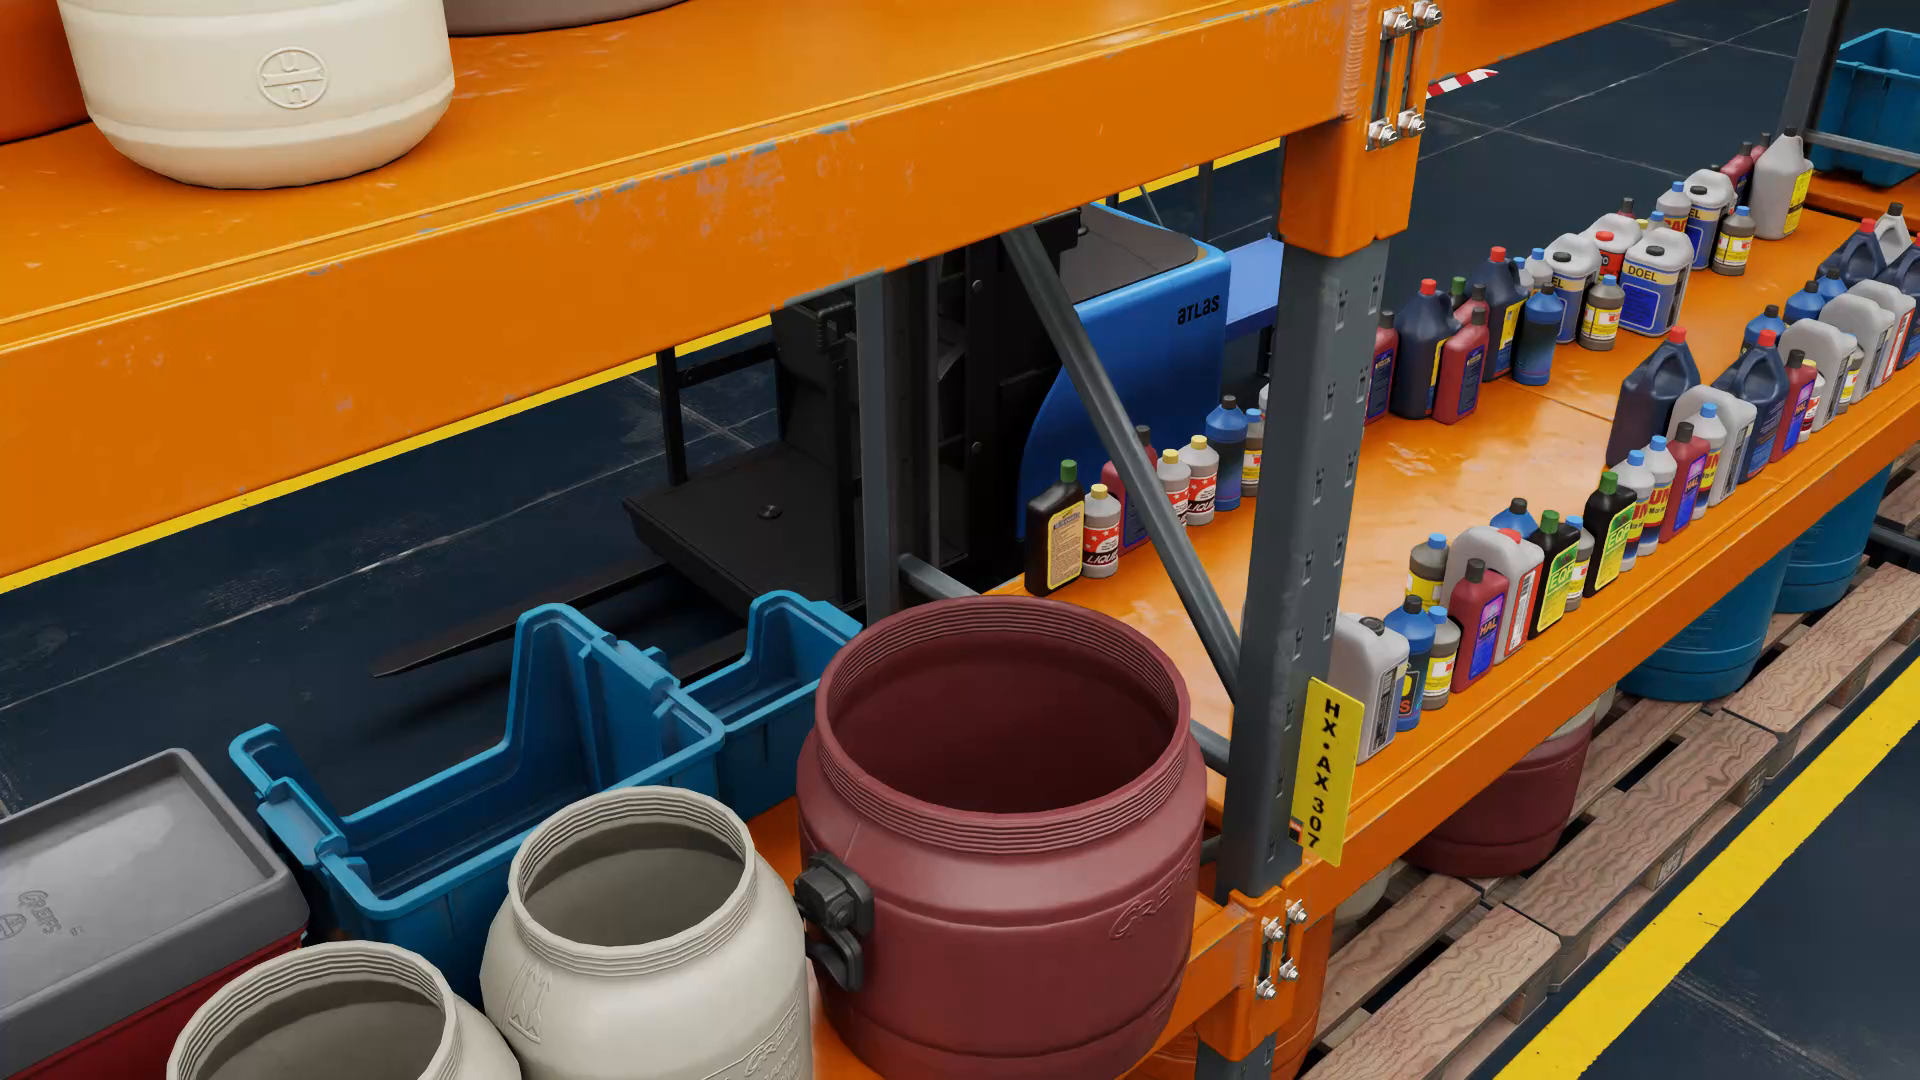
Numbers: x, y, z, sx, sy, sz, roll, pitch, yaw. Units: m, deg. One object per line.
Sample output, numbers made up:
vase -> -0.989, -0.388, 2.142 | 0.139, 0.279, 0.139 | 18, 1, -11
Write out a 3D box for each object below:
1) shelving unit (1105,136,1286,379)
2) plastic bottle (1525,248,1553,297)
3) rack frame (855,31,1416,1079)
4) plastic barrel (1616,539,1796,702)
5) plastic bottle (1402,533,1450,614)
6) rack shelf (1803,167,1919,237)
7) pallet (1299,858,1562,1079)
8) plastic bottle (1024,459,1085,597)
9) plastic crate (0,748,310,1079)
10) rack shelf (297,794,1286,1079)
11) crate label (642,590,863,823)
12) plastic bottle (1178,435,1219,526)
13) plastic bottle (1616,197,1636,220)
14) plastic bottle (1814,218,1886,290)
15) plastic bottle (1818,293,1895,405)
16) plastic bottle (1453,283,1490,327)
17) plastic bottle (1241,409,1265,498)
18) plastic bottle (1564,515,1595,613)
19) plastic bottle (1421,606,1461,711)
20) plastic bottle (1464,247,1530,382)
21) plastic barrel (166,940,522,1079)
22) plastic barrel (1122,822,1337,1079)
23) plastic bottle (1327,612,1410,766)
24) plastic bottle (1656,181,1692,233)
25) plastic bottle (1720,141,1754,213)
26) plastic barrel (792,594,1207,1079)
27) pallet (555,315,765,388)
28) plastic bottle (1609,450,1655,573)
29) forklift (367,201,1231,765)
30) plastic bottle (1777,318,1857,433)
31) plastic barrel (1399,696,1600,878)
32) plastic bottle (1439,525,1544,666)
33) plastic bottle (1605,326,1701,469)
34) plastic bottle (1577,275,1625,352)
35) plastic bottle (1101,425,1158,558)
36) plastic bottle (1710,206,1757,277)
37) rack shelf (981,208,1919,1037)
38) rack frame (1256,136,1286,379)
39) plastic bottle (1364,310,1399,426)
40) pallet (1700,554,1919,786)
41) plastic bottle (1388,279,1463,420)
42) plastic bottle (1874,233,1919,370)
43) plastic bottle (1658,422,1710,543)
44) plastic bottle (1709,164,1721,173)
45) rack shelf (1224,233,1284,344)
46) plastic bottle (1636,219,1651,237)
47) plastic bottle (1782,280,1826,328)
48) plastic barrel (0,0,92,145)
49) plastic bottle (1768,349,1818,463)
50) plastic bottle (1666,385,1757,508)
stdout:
shelving unit -> 1.117, -1.123, 6.648 | 1.048, 1.500, 0.538 | -24, 39, -34
plastic bottle -> 1.577, -0.674, 4.601 | 0.097, 0.271, 0.097 | 0, 31, 0
rack frame -> 0.195, 0.230, 2.999 | 0.127, 3.000, 1.000 | -26, 40, -35
plastic barrel -> 2.198, -0.035, 5.041 | 0.708, 0.901, 0.600 | -26, 40, -35
plastic bottle -> 0.973, 0.080, 3.435 | 0.097, 0.201, 0.097 | 0, 31, 0
rack shelf -> 4.594, -1.591, 6.667 | 4.000, 0.370, 1.077 | -26, 40, -35
pallet -> 0.744, 1.124, 4.210 | 1.213, 0.211, 1.003 | -26, 40, -35
plastic bottle -> 0.201, -0.027, 3.531 | 0.133, 0.283, 0.061 | -26, 40, -35
plastic crate -> -1.198, 0.659, 2.236 | 0.583, 0.464, 0.402 | -26, 40, -35
rack shelf -> -1.272, 1.246, 2.026 | 4.000, 0.370, 1.077 | -26, 40, -35
crate label -> -0.369, 0.307, 3.032 | 0.416, 0.233, 0.303 | -26, 40, -35
plastic bottle -> 0.539, -0.142, 3.798 | 0.097, 0.201, 0.097 | 0, 31, 0
plastic bottle -> 1.918, -0.857, 4.888 | 0.133, 0.283, 0.061 | -26, 40, -35
plastic bottle -> 2.443, -0.706, 4.577 | 0.185, 0.351, 0.144 | -26, 40, -35
plastic bottle -> 2.322, -0.516, 4.338 | 0.135, 0.276, 0.152 | -26, 40, -35
plastic bottle -> 1.314, -0.522, 4.340 | 0.133, 0.283, 0.061 | -26, 40, -35
plastic bottle -> 0.682, -0.211, 3.911 | 0.097, 0.201, 0.097 | 0, 31, 0
plastic bottle -> 1.272, 0.043, 3.495 | 0.097, 0.201, 0.097 | 0, 31, 0
plastic bottle -> 0.907, 0.220, 3.206 | 0.097, 0.201, 0.097 | 0, 31, 0
plastic bottle -> 1.418, -0.615, 4.427 | 0.185, 0.351, 0.144 | -26, 40, -35
plastic barrel -> -0.723, 0.778, 1.995 | 0.421, 0.512, 0.421 | 0, 31, 0
plastic barrel -> 0.542, 0.797, 3.750 | 0.708, 0.830, 0.600 | -26, 40, -35
plastic bottle -> 0.732, 0.253, 3.080 | 0.135, 0.276, 0.152 | -26, 40, -35
plastic bottle -> 2.157, -0.955, 5.060 | 0.097, 0.271, 0.097 | 0, 31, 0
plastic bottle -> 2.471, -1.125, 5.326 | 0.133, 0.283, 0.061 | -26, 40, -35
plastic barrel -> 0.060, 0.452, 2.505 | 0.708, 0.536, 0.600 | -26, 40, -35
pallet -> -1.703, -1.157, 7.941 | 1.213, 0.211, 1.003 | -26, 40, -35
plastic bottle -> 1.442, -0.069, 3.611 | 0.097, 0.271, 0.097 | 0, 31, 0
forklift -> -0.476, -1.039, 5.140 | 3.031, 2.935, 1.130 | -24, 39, -34
plastic bottle -> 2.152, -0.434, 4.203 | 0.135, 0.276, 0.152 | -26, 40, -35
plastic barrel -> 1.370, 0.499, 4.468 | 0.708, 0.588, 0.600 | -26, 40, -35
plastic bottle -> 1.071, 0.089, 3.348 | 0.135, 0.276, 0.152 | -26, 40, -35
plastic bottle -> 1.666, -0.336, 3.972 | 0.185, 0.351, 0.144 | -26, 40, -35
plastic bottle -> 1.779, -0.634, 4.602 | 0.097, 0.201, 0.097 | 0, 31, 0
plastic bottle -> 0.370, -0.109, 3.665 | 0.133, 0.283, 0.061 | -26, 40, -35
plastic bottle -> 2.359, -0.915, 5.061 | 0.097, 0.201, 0.097 | 0, 31, 0
rack shelf -> 1.661, -0.173, 4.347 | 4.000, 0.370, 1.077 | -26, 40, -35
rack frame -> 1.503, -1.295, 6.930 | 0.032, 1.500, 0.500 | -24, 39, -34
plastic bottle -> 1.039, -0.432, 4.194 | 0.133, 0.283, 0.061 | -26, 40, -35
pallet -> 2.534, 0.258, 5.625 | 1.213, 0.211, 1.003 | -26, 40, -35
plastic bottle -> 1.184, -0.502, 4.242 | 0.185, 0.351, 0.144 | -26, 40, -35
plastic bottle -> 2.541, -0.651, 4.487 | 0.185, 0.351, 0.144 | -26, 40, -35
plastic bottle -> 1.610, -0.143, 3.720 | 0.133, 0.283, 0.061 | -26, 40, -35
plastic bottle -> 2.327, -1.037, 5.195 | 0.097, 0.271, 0.097 | 0, 31, 0
rack shelf -> 1.117, -0.969, 6.742 | 1.000, 0.185, 0.538 | -24, 39, -34
plastic bottle -> 2.015, -0.856, 4.965 | 0.097, 0.201, 0.097 | 0, 31, 0
plastic bottle -> 2.224, -0.555, 4.406 | 0.097, 0.271, 0.097 | 0, 31, 0
plastic barrel -> -1.035, -0.793, 1.384 | 0.708, 0.830, 0.600 | -26, 40, -35
plastic bottle -> 2.014, -0.338, 4.039 | 0.133, 0.283, 0.061 | -26, 40, -35
plastic bottle -> 1.749, -0.239, 3.884 | 0.135, 0.276, 0.152 | -26, 40, -35
